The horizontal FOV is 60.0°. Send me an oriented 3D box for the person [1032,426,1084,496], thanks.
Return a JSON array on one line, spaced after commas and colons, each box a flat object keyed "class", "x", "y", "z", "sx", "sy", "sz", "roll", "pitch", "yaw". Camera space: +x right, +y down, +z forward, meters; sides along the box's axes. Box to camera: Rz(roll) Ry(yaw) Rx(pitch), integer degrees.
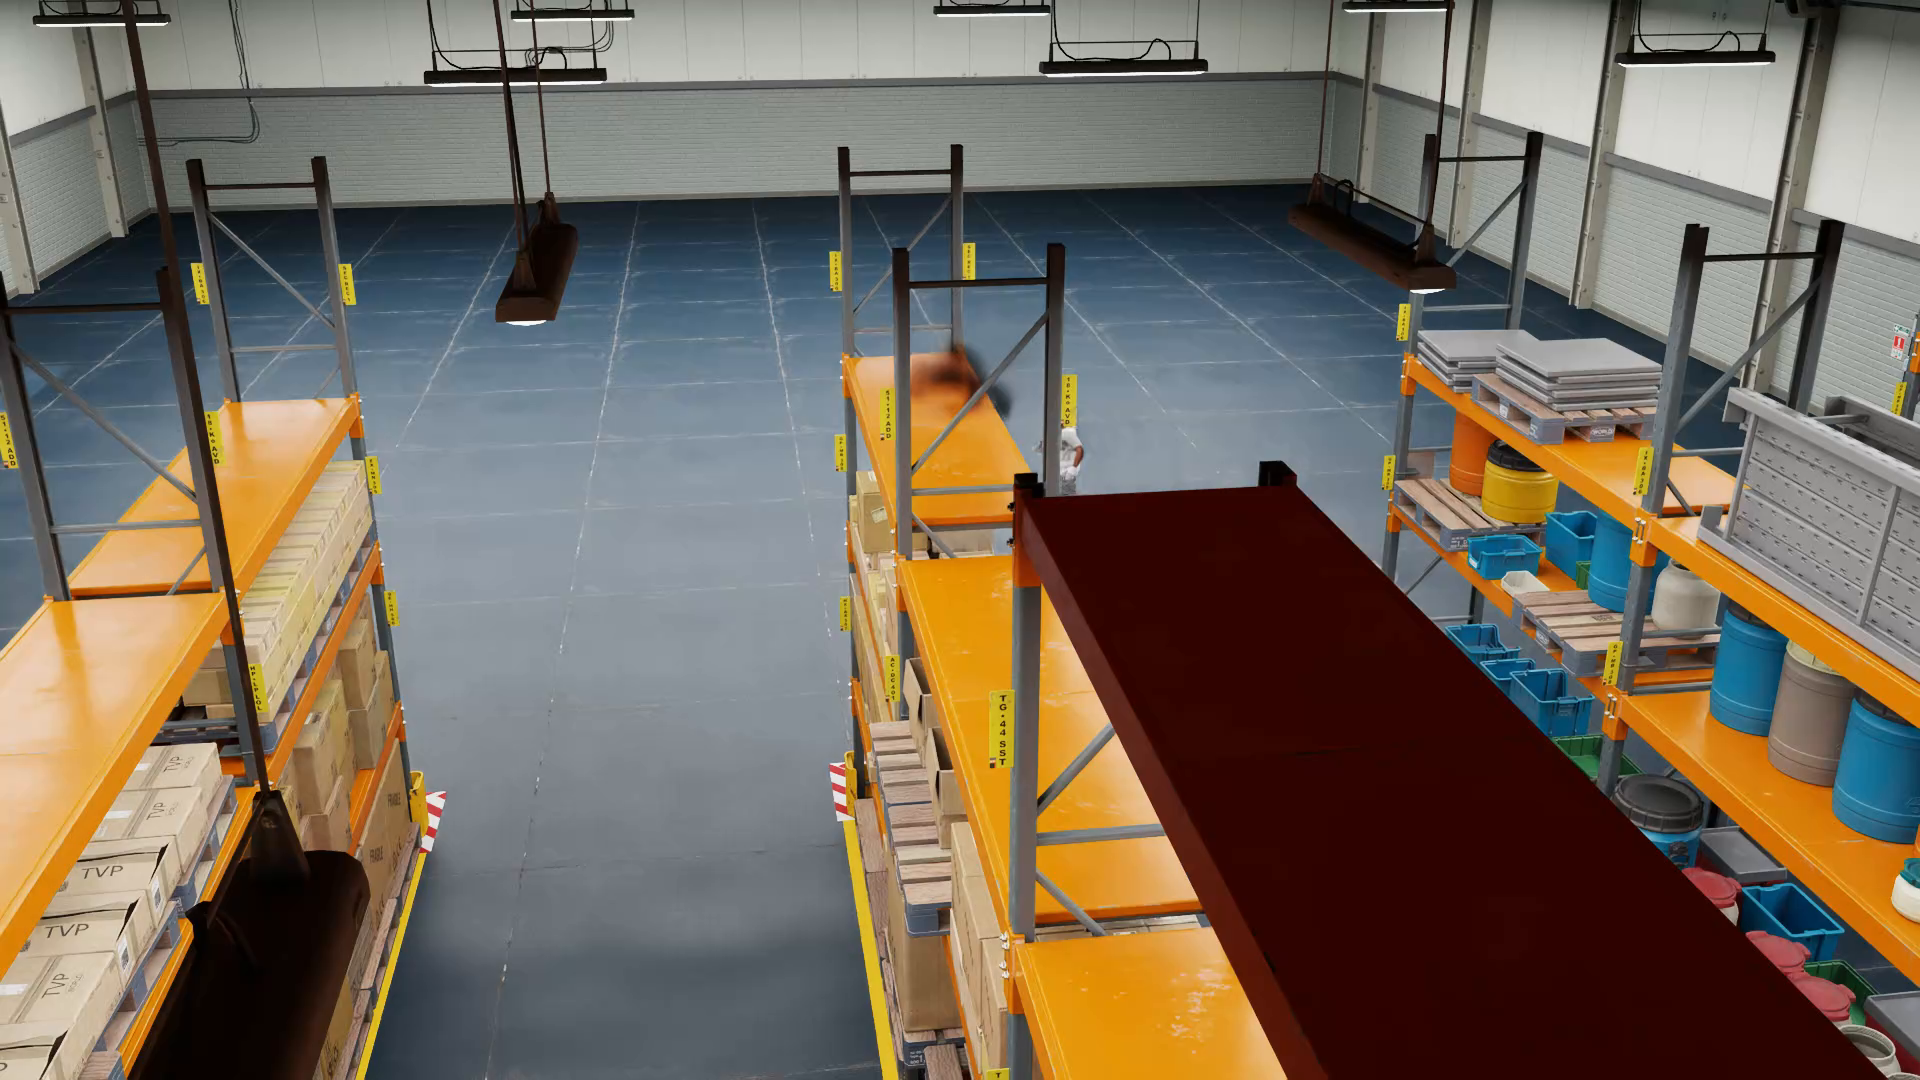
[{"class": "person", "x": 1.316, "y": -0.861, "z": 21.413, "sx": 0.822, "sy": 1.809, "sz": 0.657, "roll": 5, "pitch": 22, "yaw": 12}]
